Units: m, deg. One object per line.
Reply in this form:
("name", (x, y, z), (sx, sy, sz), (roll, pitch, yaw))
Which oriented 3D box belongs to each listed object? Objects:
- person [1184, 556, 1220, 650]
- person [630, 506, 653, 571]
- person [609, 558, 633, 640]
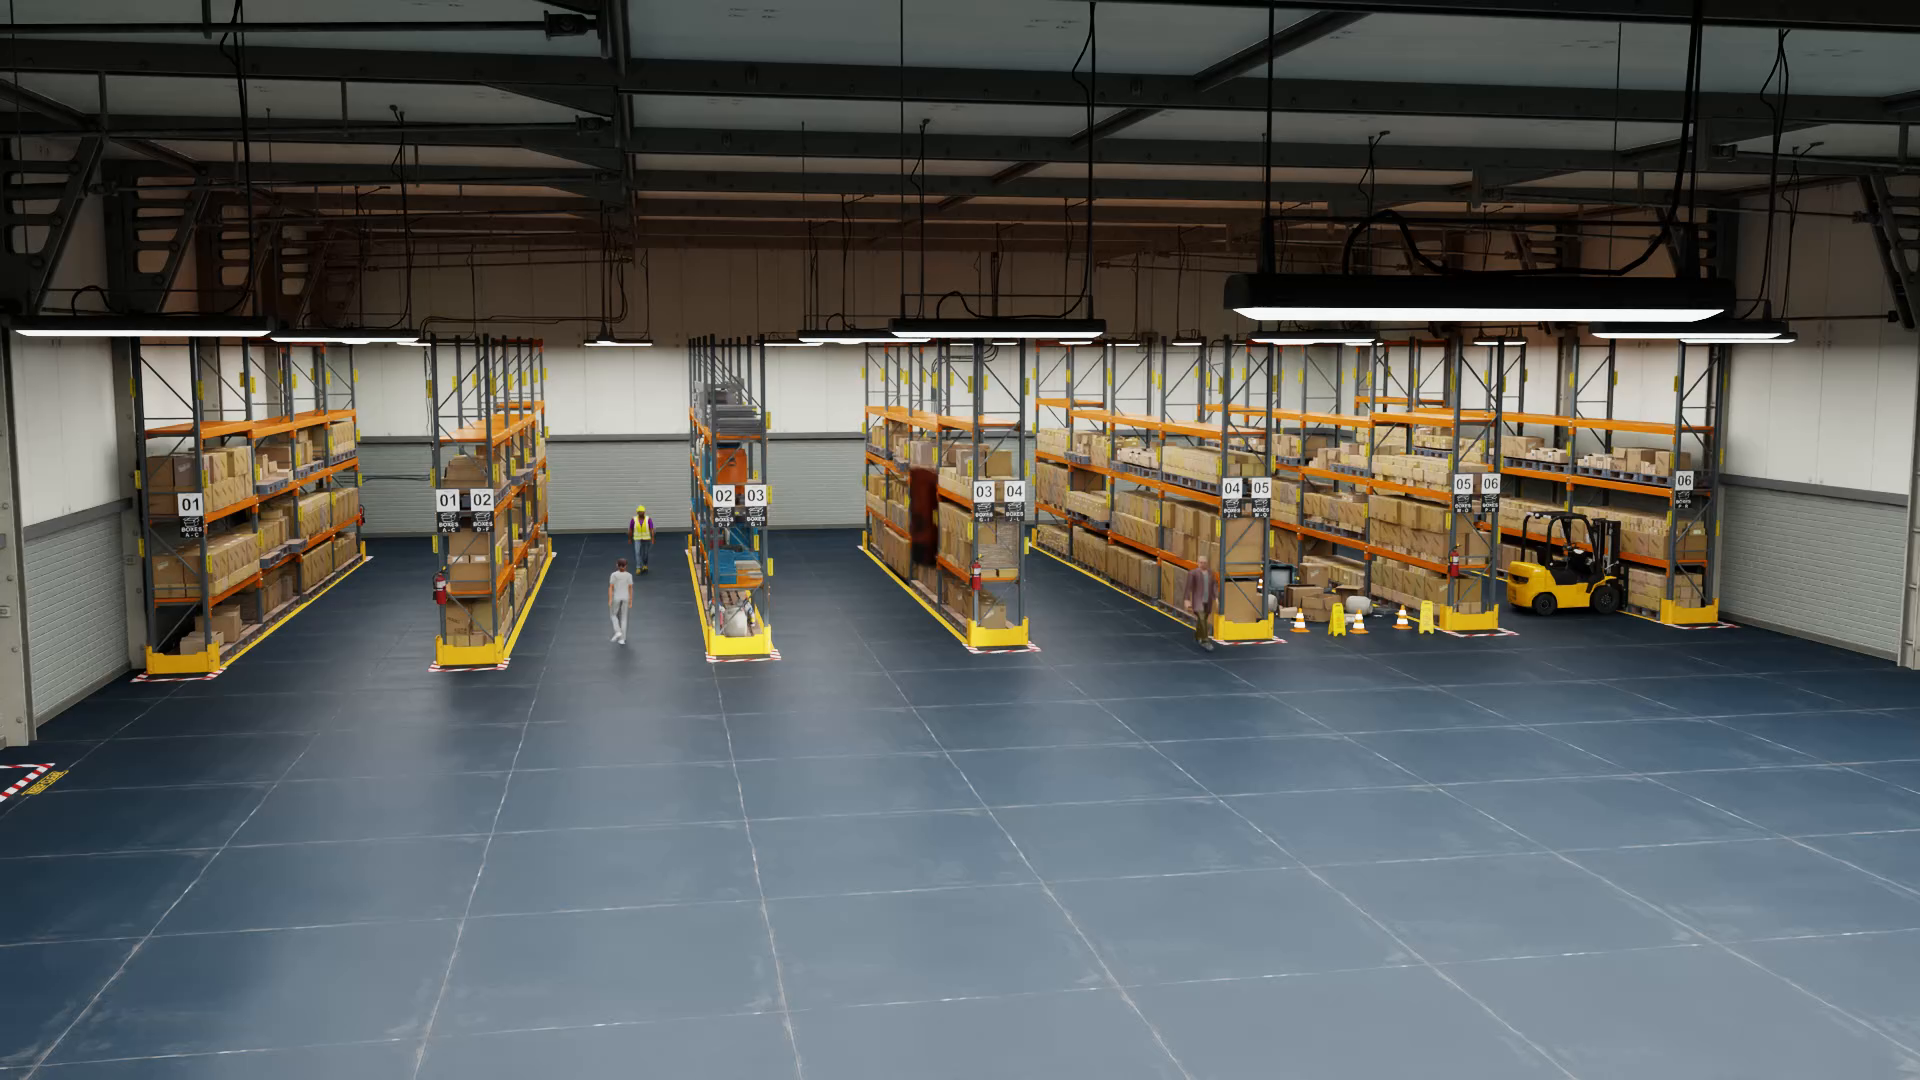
("person", (4.688, 1.183, 31.918), (0.618, 1.753, 0.910), (-3, 7, -21))
("person", (-8.174, -0.058, 42.689), (0.602, 1.650, 0.909), (-1, 7, -9))
("person", (-6.591, 1.159, 32.356), (0.480, 1.583, 0.434), (-2, 7, -15))
